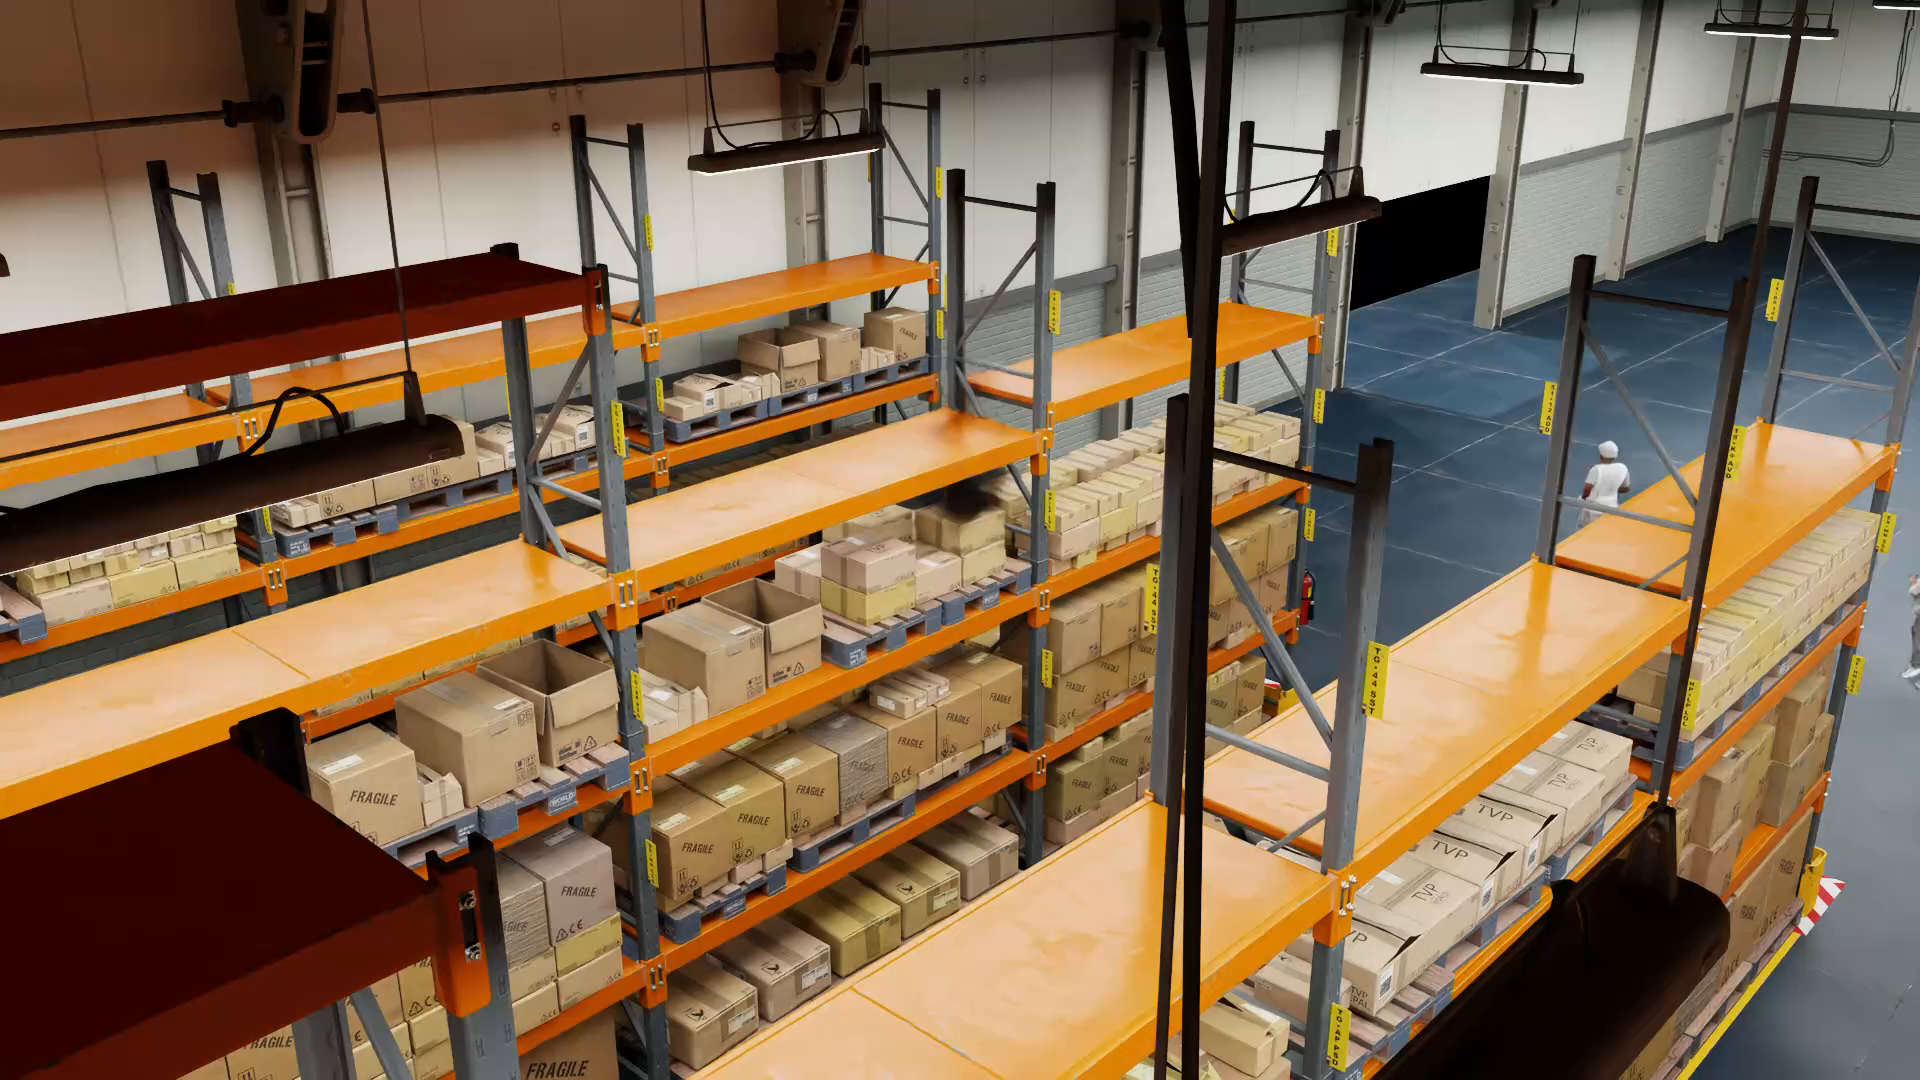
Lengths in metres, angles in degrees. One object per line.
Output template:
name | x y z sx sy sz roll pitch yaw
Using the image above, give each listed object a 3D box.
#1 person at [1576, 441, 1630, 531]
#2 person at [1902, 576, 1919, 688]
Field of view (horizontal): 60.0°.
person | 7.866 -0.372 20.474 0.682 1.774 0.973 -2 21 -5
person | 10.315 0.826 17.681 0.505 1.644 0.711 -5 22 -14
